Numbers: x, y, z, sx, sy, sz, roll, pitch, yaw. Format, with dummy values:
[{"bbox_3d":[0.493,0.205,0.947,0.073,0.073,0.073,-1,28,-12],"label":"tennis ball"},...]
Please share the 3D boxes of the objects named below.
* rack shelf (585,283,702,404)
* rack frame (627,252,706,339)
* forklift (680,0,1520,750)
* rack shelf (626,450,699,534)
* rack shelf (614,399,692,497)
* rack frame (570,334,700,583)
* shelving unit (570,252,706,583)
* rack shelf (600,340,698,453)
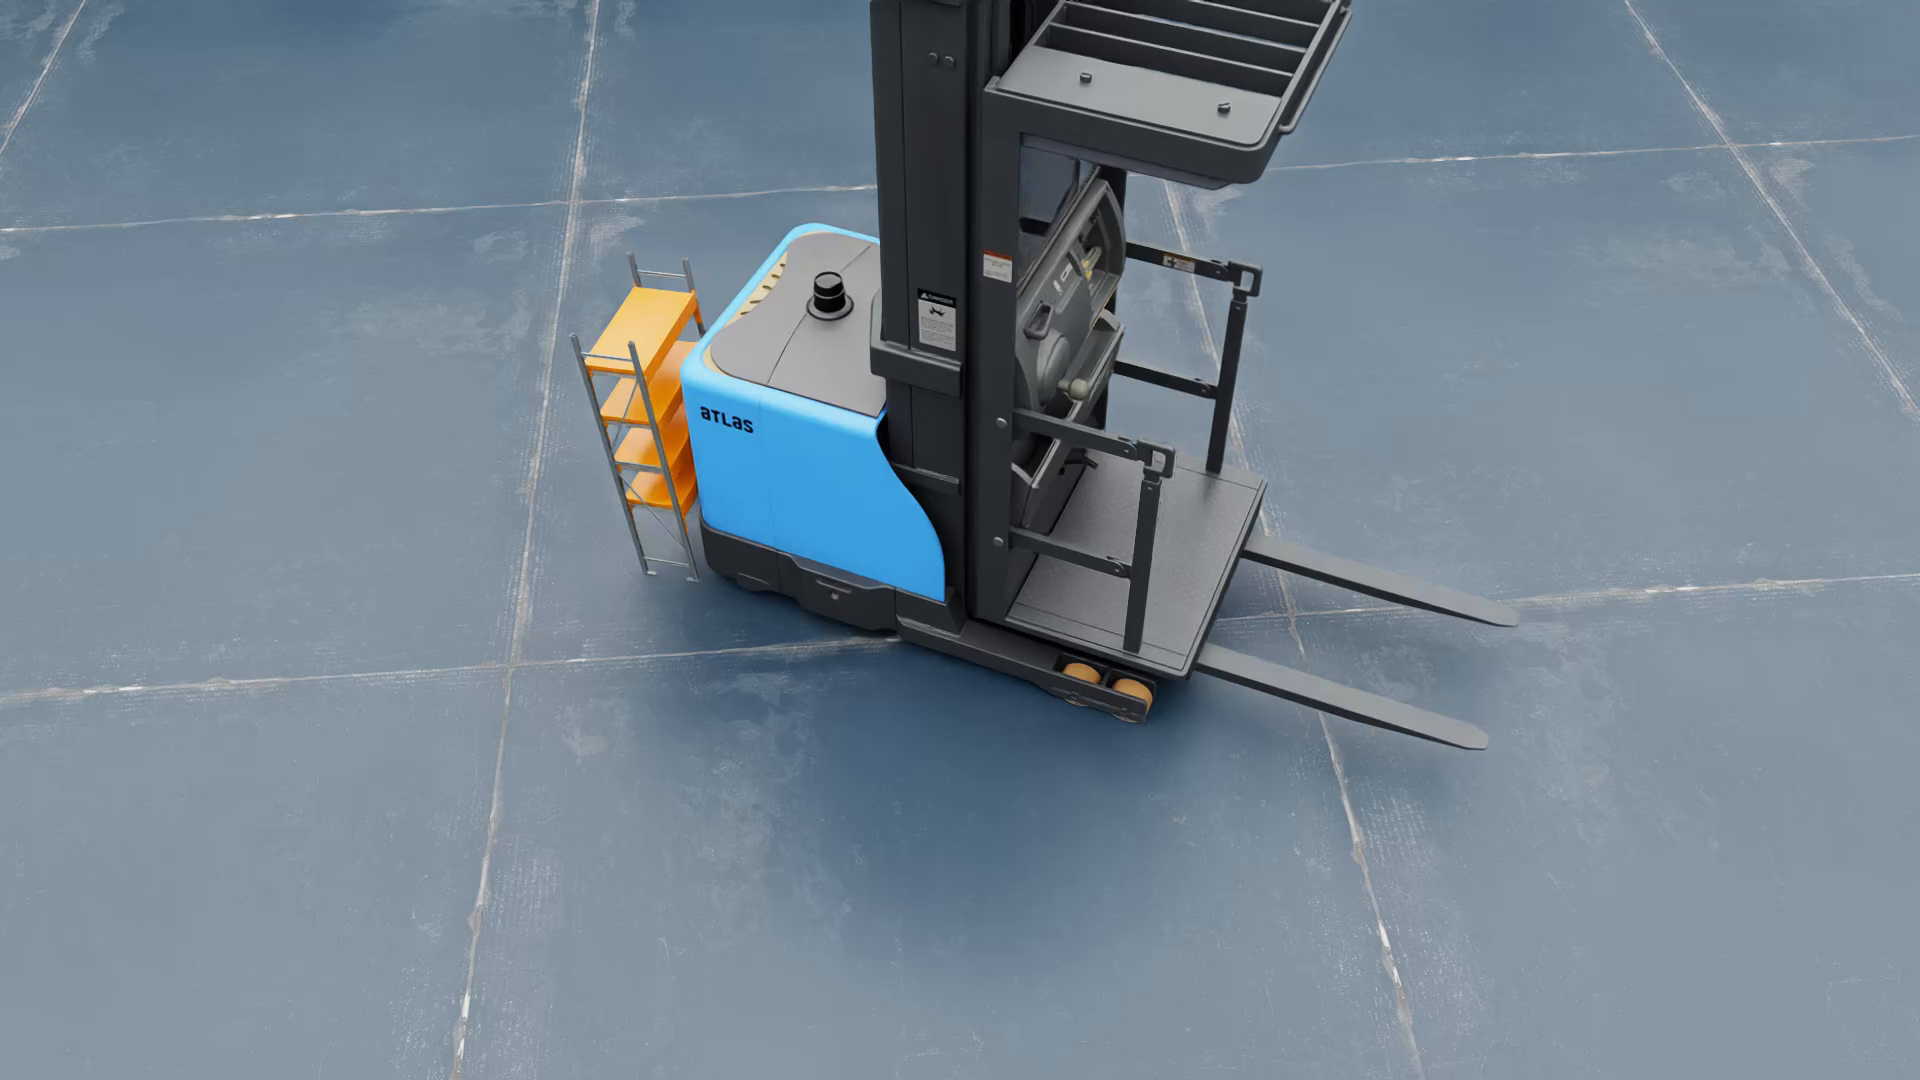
[{"bbox_3d":[-1.155,-0.721,6.054,0.258,0.148,0.480,8,47,14],"label":"rack shelf"},{"bbox_3d":[-1.058,-0.615,6.493,0.240,1.200,0.015,8,47,14],"label":"rack frame"},{"bbox_3d":[0.557,-0.780,5.470,3.031,2.935,1.130,17,49,16],"label":"forklift"},{"bbox_3d":[-1.104,-0.258,6.520,0.258,0.148,0.480,8,47,14],"label":"rack shelf"},{"bbox_3d":[-1.119,-0.398,6.379,0.258,0.148,0.480,8,47,14],"label":"rack shelf"},{"bbox_3d":[-1.191,-0.275,6.170,0.240,1.200,0.015,8,47,14],"label":"rack frame"},{"bbox_3d":[-1.124,-0.445,6.332,0.258,1.200,0.503,8,47,14],"label":"shelving unit"},{"bbox_3d":[-1.137,-0.555,6.221,0.258,0.148,0.480,8,47,14],"label":"rack shelf"}]
